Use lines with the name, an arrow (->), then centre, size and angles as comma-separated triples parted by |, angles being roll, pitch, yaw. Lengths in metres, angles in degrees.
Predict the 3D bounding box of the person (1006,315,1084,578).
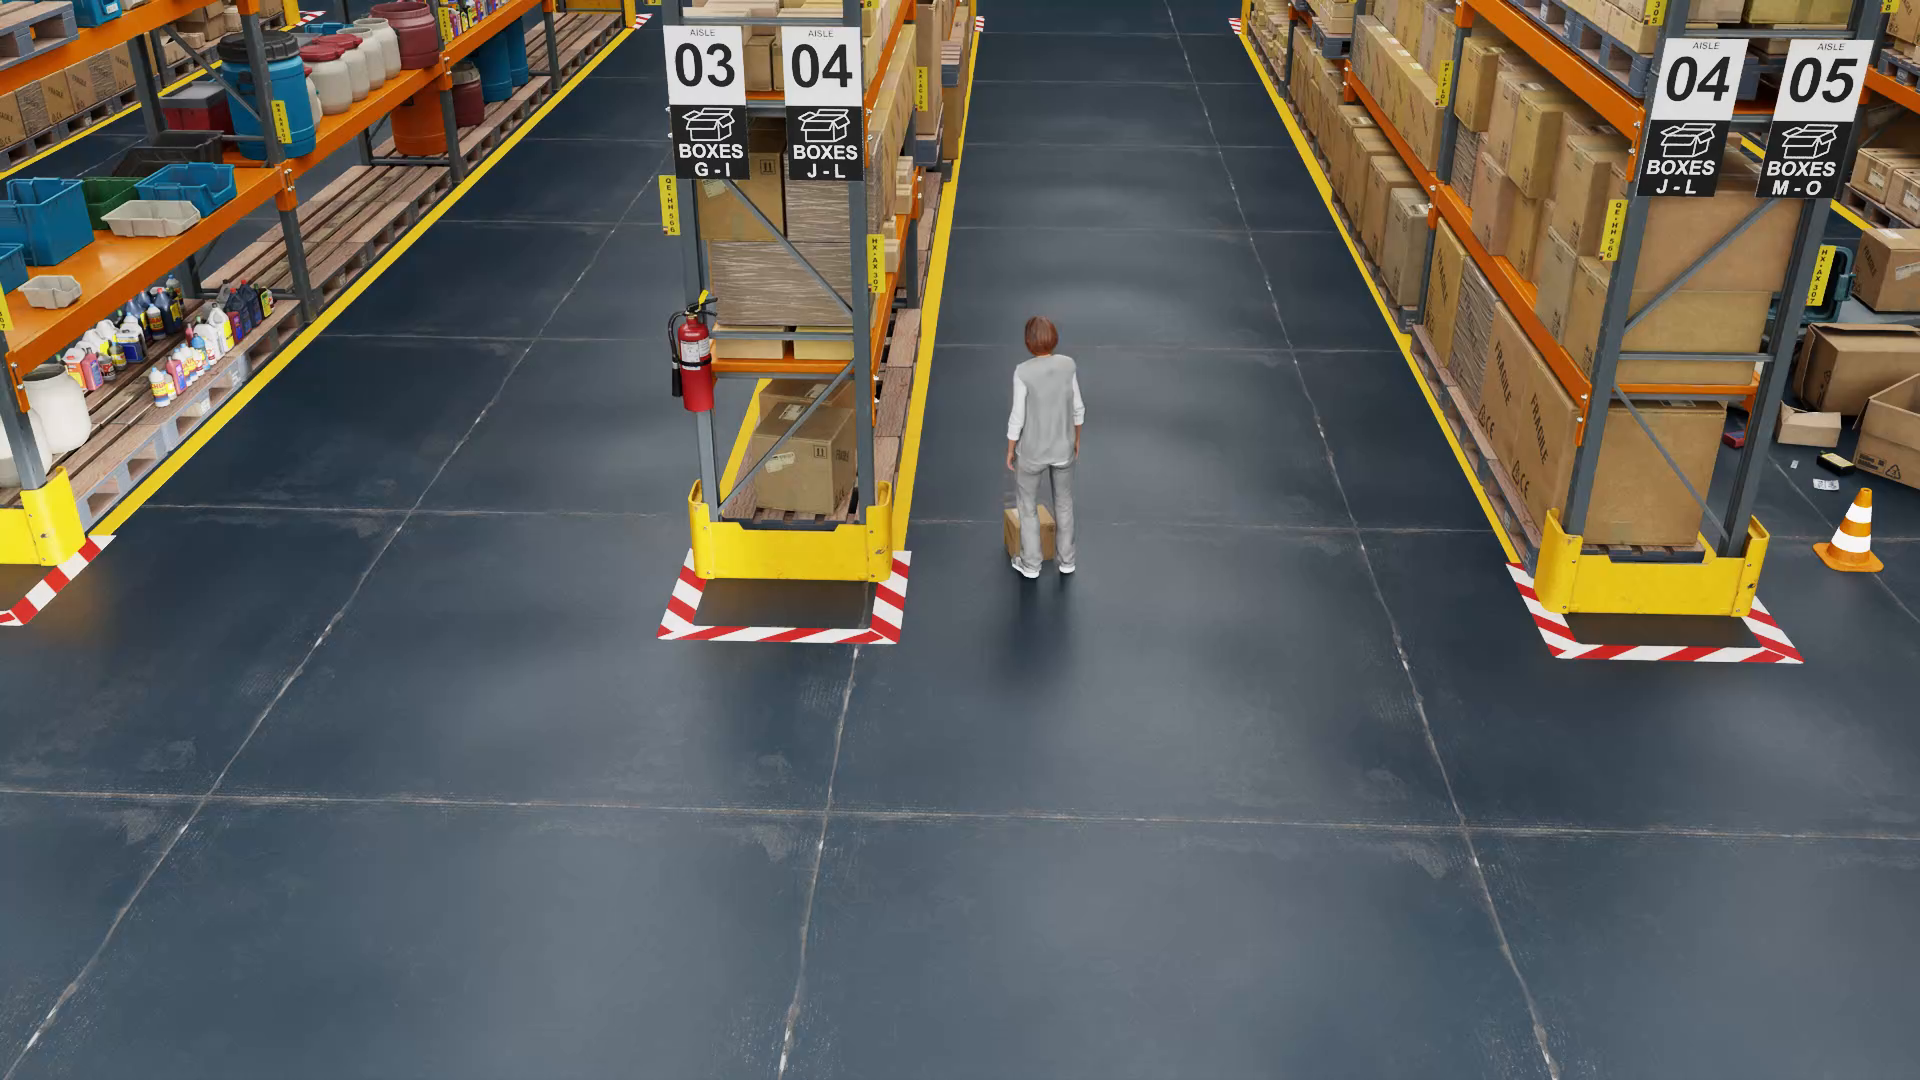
person -> 0.490, -0.517, 9.594 | 0.476, 1.591, 0.346 | -8, 29, -15
